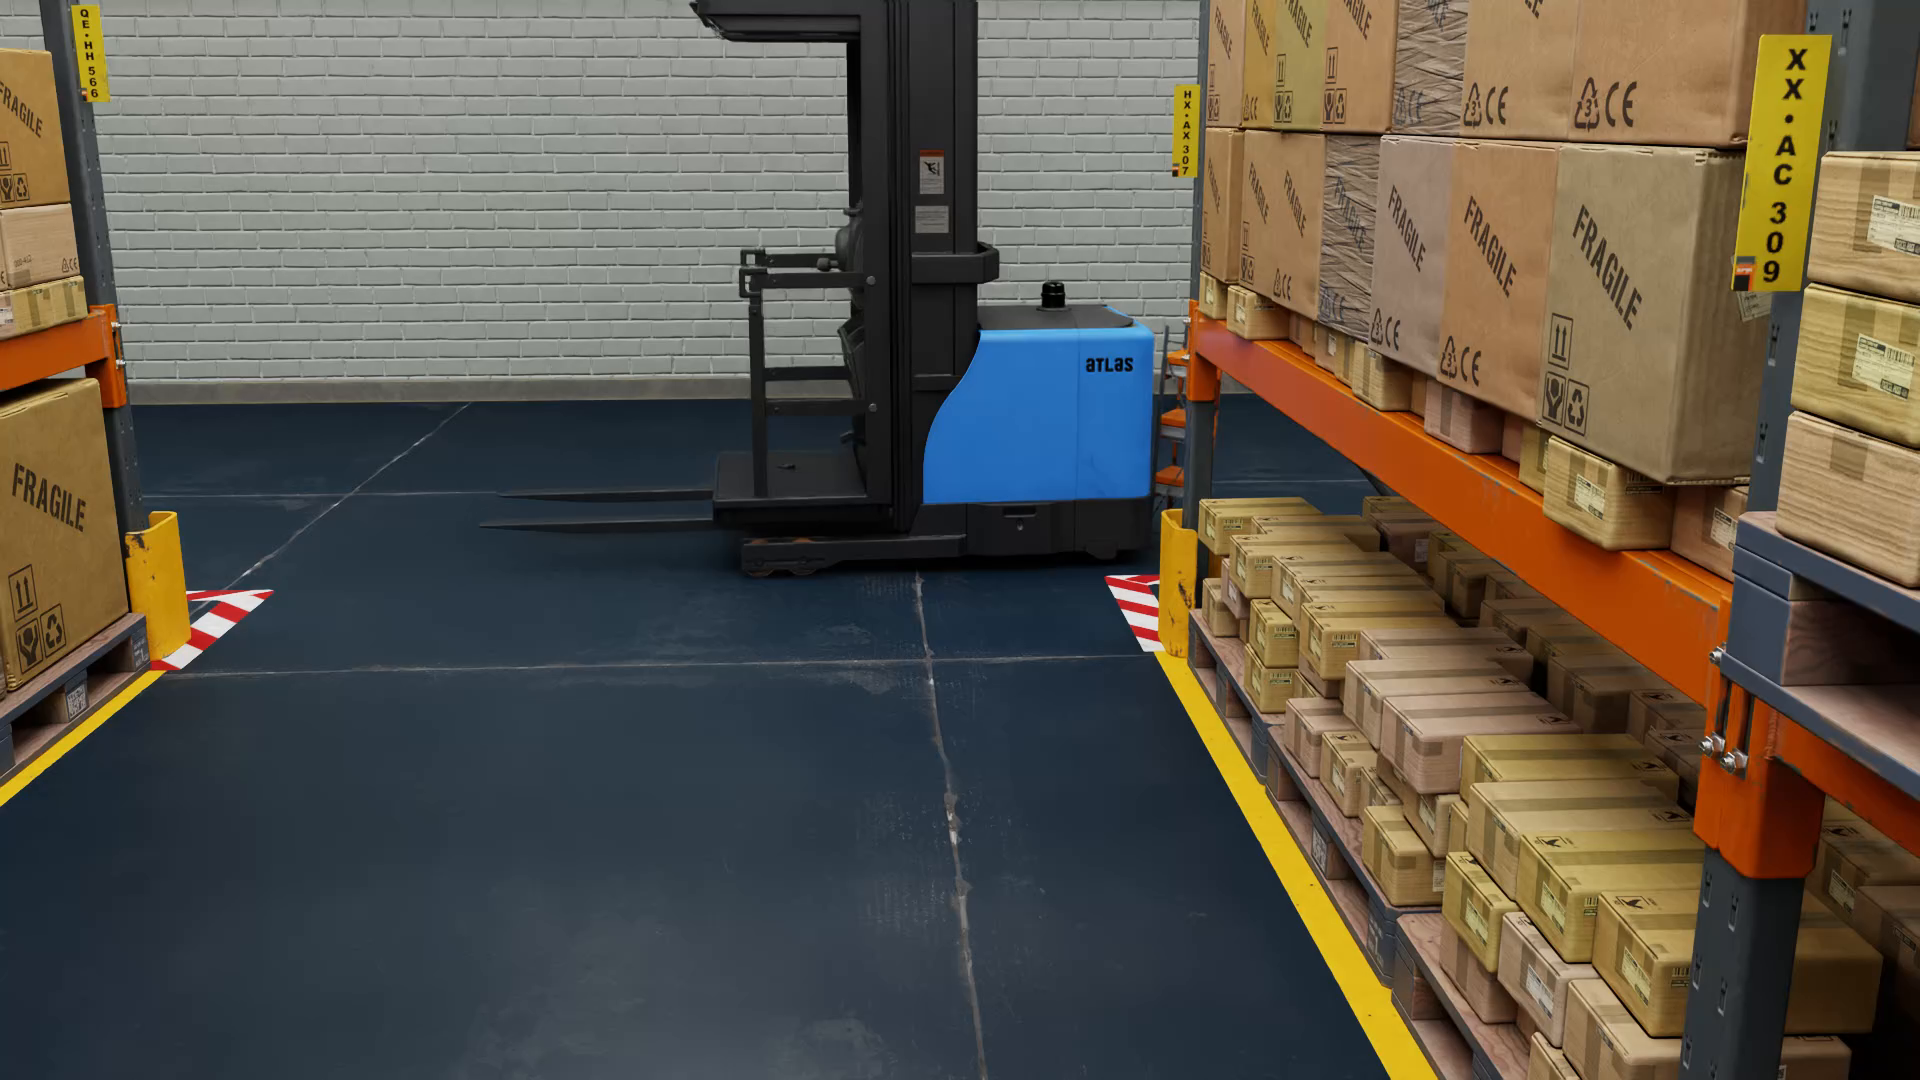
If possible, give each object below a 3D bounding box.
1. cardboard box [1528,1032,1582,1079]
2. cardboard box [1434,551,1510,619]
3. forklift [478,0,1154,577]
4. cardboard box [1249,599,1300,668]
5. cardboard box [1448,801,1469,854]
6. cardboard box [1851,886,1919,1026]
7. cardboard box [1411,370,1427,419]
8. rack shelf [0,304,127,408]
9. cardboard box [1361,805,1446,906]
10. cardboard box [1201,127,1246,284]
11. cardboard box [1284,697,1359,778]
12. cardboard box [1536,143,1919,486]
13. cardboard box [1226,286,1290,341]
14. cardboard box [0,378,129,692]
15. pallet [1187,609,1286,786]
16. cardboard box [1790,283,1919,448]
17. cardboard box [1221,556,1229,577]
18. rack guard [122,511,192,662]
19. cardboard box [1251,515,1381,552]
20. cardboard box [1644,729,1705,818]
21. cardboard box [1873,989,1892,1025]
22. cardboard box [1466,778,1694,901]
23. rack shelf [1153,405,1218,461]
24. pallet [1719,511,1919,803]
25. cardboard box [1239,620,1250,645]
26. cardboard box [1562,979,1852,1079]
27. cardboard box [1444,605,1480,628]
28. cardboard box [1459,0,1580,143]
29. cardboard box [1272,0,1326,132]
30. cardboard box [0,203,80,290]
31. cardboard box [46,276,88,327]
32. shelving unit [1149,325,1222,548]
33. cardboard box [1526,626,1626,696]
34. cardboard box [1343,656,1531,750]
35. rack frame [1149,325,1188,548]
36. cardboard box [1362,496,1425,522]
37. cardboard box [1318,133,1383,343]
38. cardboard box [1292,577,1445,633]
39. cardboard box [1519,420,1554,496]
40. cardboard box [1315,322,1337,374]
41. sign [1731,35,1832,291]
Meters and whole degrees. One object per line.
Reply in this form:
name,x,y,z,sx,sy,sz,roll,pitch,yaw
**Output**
cardboard box,1.249,1.006,2.976,0.380,0.149,0.250,-1,14,-3
cardboard box,1.705,0.134,5.170,0.380,0.149,0.250,-1,15,-6
forklift,-0.674,-1.393,7.557,3.031,2.935,1.130,-2,15,-7
cardboard box,1.114,0.288,5.171,0.380,0.149,0.250,0,14,-2
cardboard box,1.296,0.683,3.632,0.380,0.149,0.250,-1,14,-3
cardboard box,1.799,0.721,2.888,0.380,0.149,0.250,0,14,-1
cardboard box,1.280,-0.350,3.873,0.380,0.149,0.250,-1,14,-4
rack shelf,-3.467,-0.177,4.137,1.077,0.370,4.000,-1,14,-3
cardboard box,1.185,0.748,3.976,0.380,0.149,0.250,-1,14,-4
cardboard box,1.118,-1.151,5.681,0.500,0.500,0.500,0,14,-1
cardboard box,1.145,0.555,4.730,0.380,0.149,0.250,-2,15,-6
cardboard box,1.302,-0.388,2.715,0.500,0.500,0.500,-1,14,-3
cardboard box,1.079,-0.736,5.372,0.380,0.149,0.250,-1,14,-5
cardboard box,-3.471,-0.039,5.579,0.875,0.875,0.875,-1,14,-3
pallet,1.386,0.498,5.667,1.003,0.211,1.213,-1,14,-3
cardboard box,1.179,-0.200,1.848,0.380,0.149,0.250,-1,14,-3
cardboard box,1.142,0.094,5.925,0.380,0.149,0.250,0,14,-1
rack guard,-3.592,0.182,6.315,1.175,0.500,0.348,-1,14,-3
cardboard box,1.196,0.017,5.623,0.380,0.149,0.250,-1,14,-2
cardboard box,1.737,0.525,3.650,0.380,0.149,0.250,-1,14,-5
cardboard box,1.805,0.797,3.189,0.380,0.149,0.250,-1,14,-3
cardboard box,1.254,0.601,3.356,0.380,0.149,0.250,-1,14,-4
rack shelf,1.053,-0.472,7.769,0.215,0.259,0.240,12,18,27
pallet,1.516,0.206,1.591,1.003,0.211,1.213,-1,14,-3
cardboard box,1.177,0.302,5.710,0.380,0.149,0.250,-1,14,-4
cardboard box,1.277,0.881,2.865,0.380,0.149,0.250,-1,14,-2
cardboard box,1.631,0.284,5.185,0.380,0.149,0.250,-1,14,-4
cardboard box,1.277,-0.997,3.078,0.500,0.500,0.500,-1,14,-5
cardboard box,1.176,-1.380,4.565,0.500,0.500,0.500,-1,14,-5
cardboard box,-3.296,-0.978,5.510,0.500,0.250,0.500,-1,14,-4
cardboard box,-3.240,-0.817,5.688,0.380,0.149,0.250,-1,14,-2
shelving unit,1.054,-0.482,7.766,0.215,1.050,0.252,12,18,27
cardboard box,1.728,0.332,4.400,0.380,0.149,0.250,-1,14,-3
cardboard box,1.178,0.402,4.128,0.380,0.149,0.250,-1,14,-5
rack frame,0.994,-0.455,7.663,0.200,1.050,0.008,12,18,27
cardboard box,1.652,-0.057,5.913,0.380,0.149,0.250,-1,14,-3
cardboard box,1.232,-0.769,4.198,0.500,0.500,0.500,-1,14,-5
cardboard box,1.190,0.212,4.869,0.380,0.149,0.250,0,14,-1
cardboard box,1.281,-0.155,3.112,0.380,0.149,0.250,0,14,-1
cardboard box,1.211,-0.544,4.626,0.380,0.149,0.250,-1,14,-5
sign,1.073,-0.488,2.166,0.100,0.325,0.005,-1,14,-3
